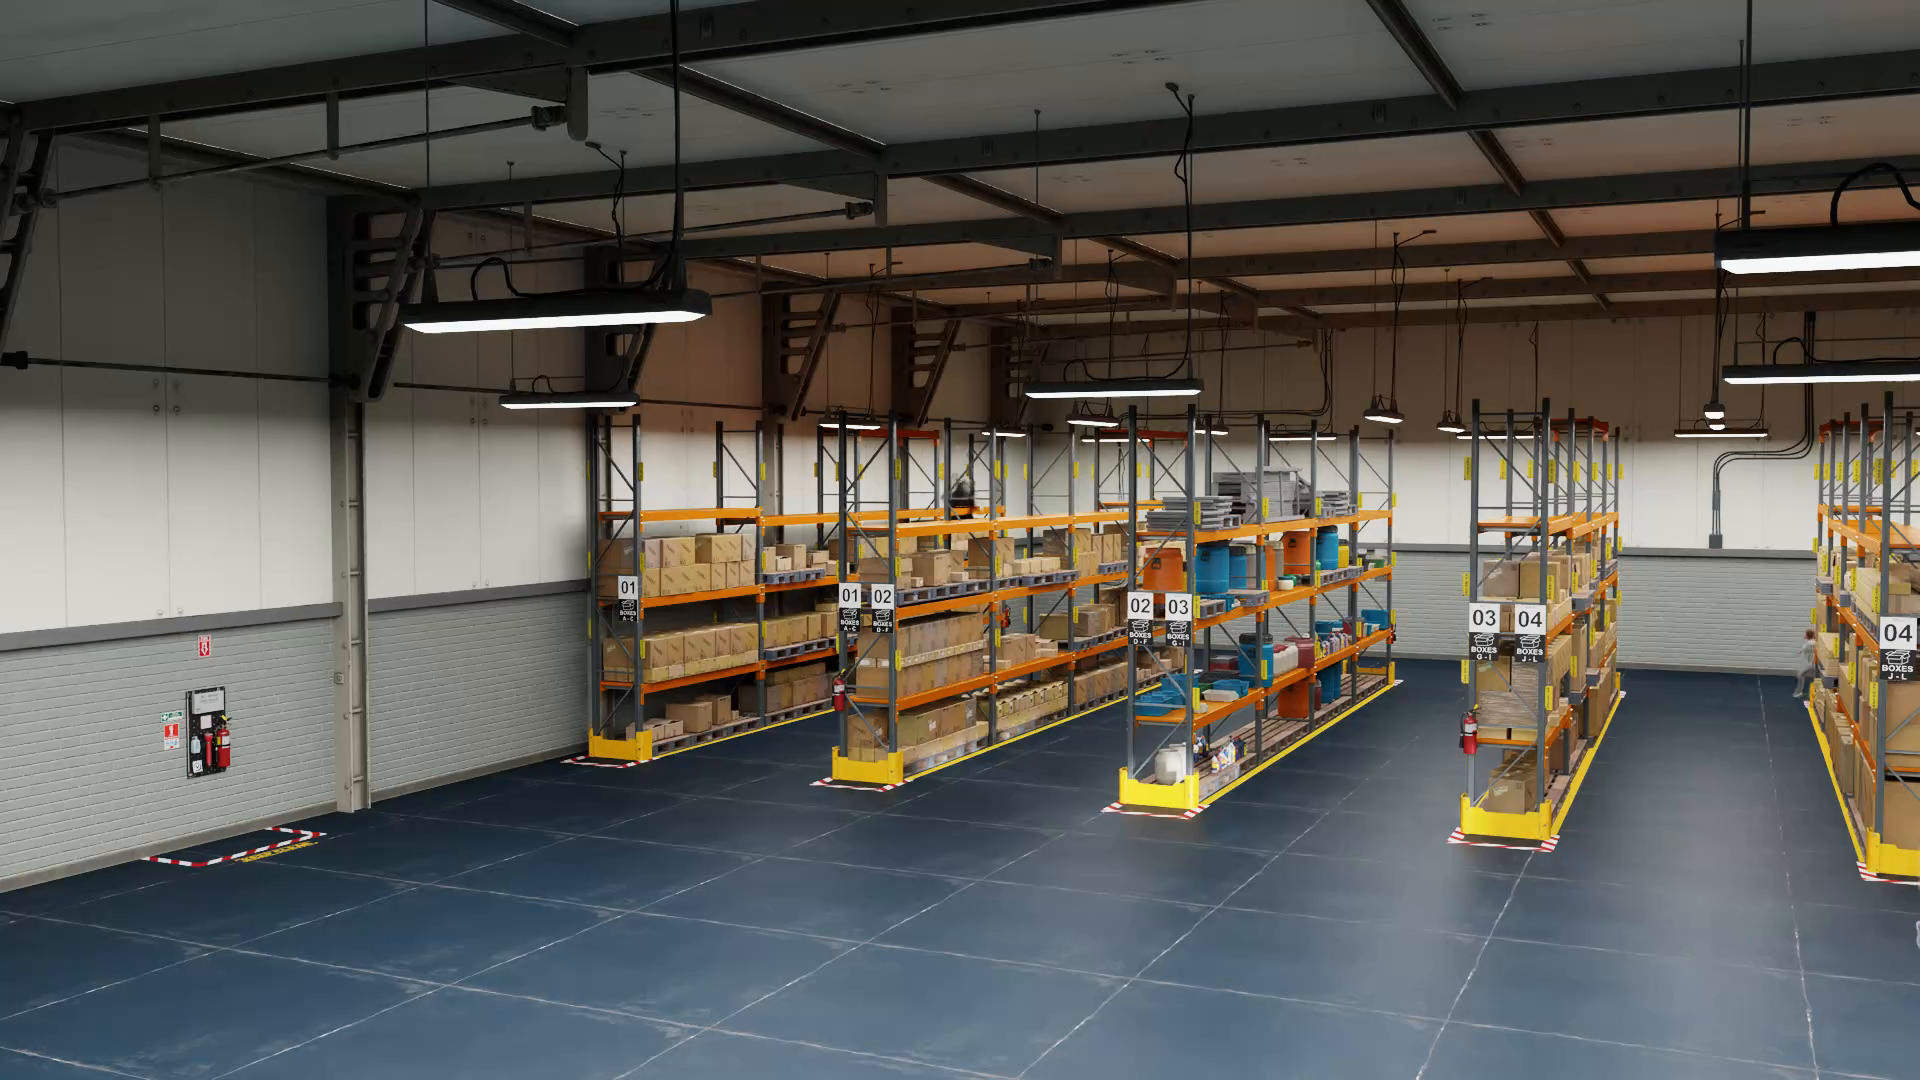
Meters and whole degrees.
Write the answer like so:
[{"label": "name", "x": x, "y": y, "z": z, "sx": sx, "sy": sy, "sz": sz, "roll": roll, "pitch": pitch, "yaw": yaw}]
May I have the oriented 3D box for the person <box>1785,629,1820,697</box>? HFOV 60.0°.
[{"label": "person", "x": 18.682, "y": 2.720, "z": 36.591, "sx": 0.874, "sy": 1.557, "sz": 0.646, "roll": 1, "pitch": 2, "yaw": 20}]
